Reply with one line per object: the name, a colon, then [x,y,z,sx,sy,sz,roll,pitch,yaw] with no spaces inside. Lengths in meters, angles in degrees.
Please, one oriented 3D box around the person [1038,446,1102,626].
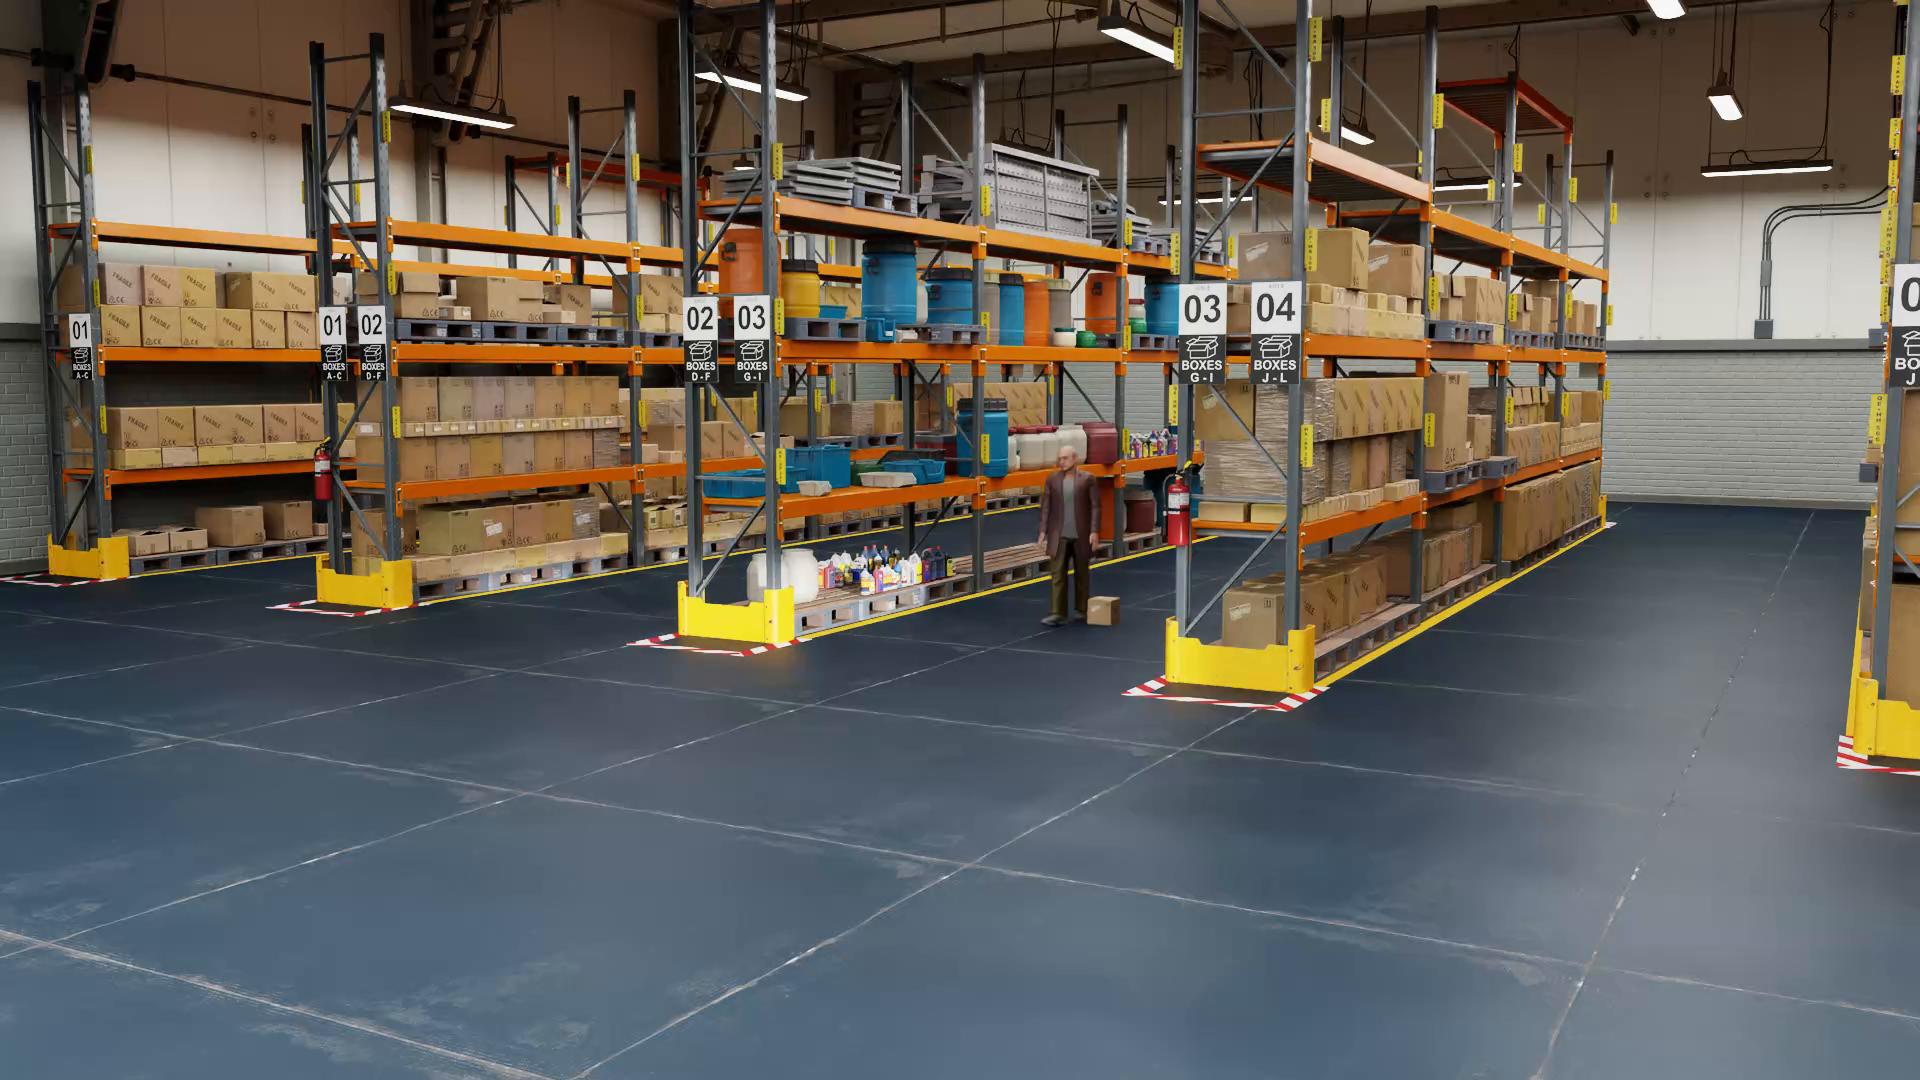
person: [1.084,-0.047,16.502,0.652,1.777,0.690,1,6,11]
